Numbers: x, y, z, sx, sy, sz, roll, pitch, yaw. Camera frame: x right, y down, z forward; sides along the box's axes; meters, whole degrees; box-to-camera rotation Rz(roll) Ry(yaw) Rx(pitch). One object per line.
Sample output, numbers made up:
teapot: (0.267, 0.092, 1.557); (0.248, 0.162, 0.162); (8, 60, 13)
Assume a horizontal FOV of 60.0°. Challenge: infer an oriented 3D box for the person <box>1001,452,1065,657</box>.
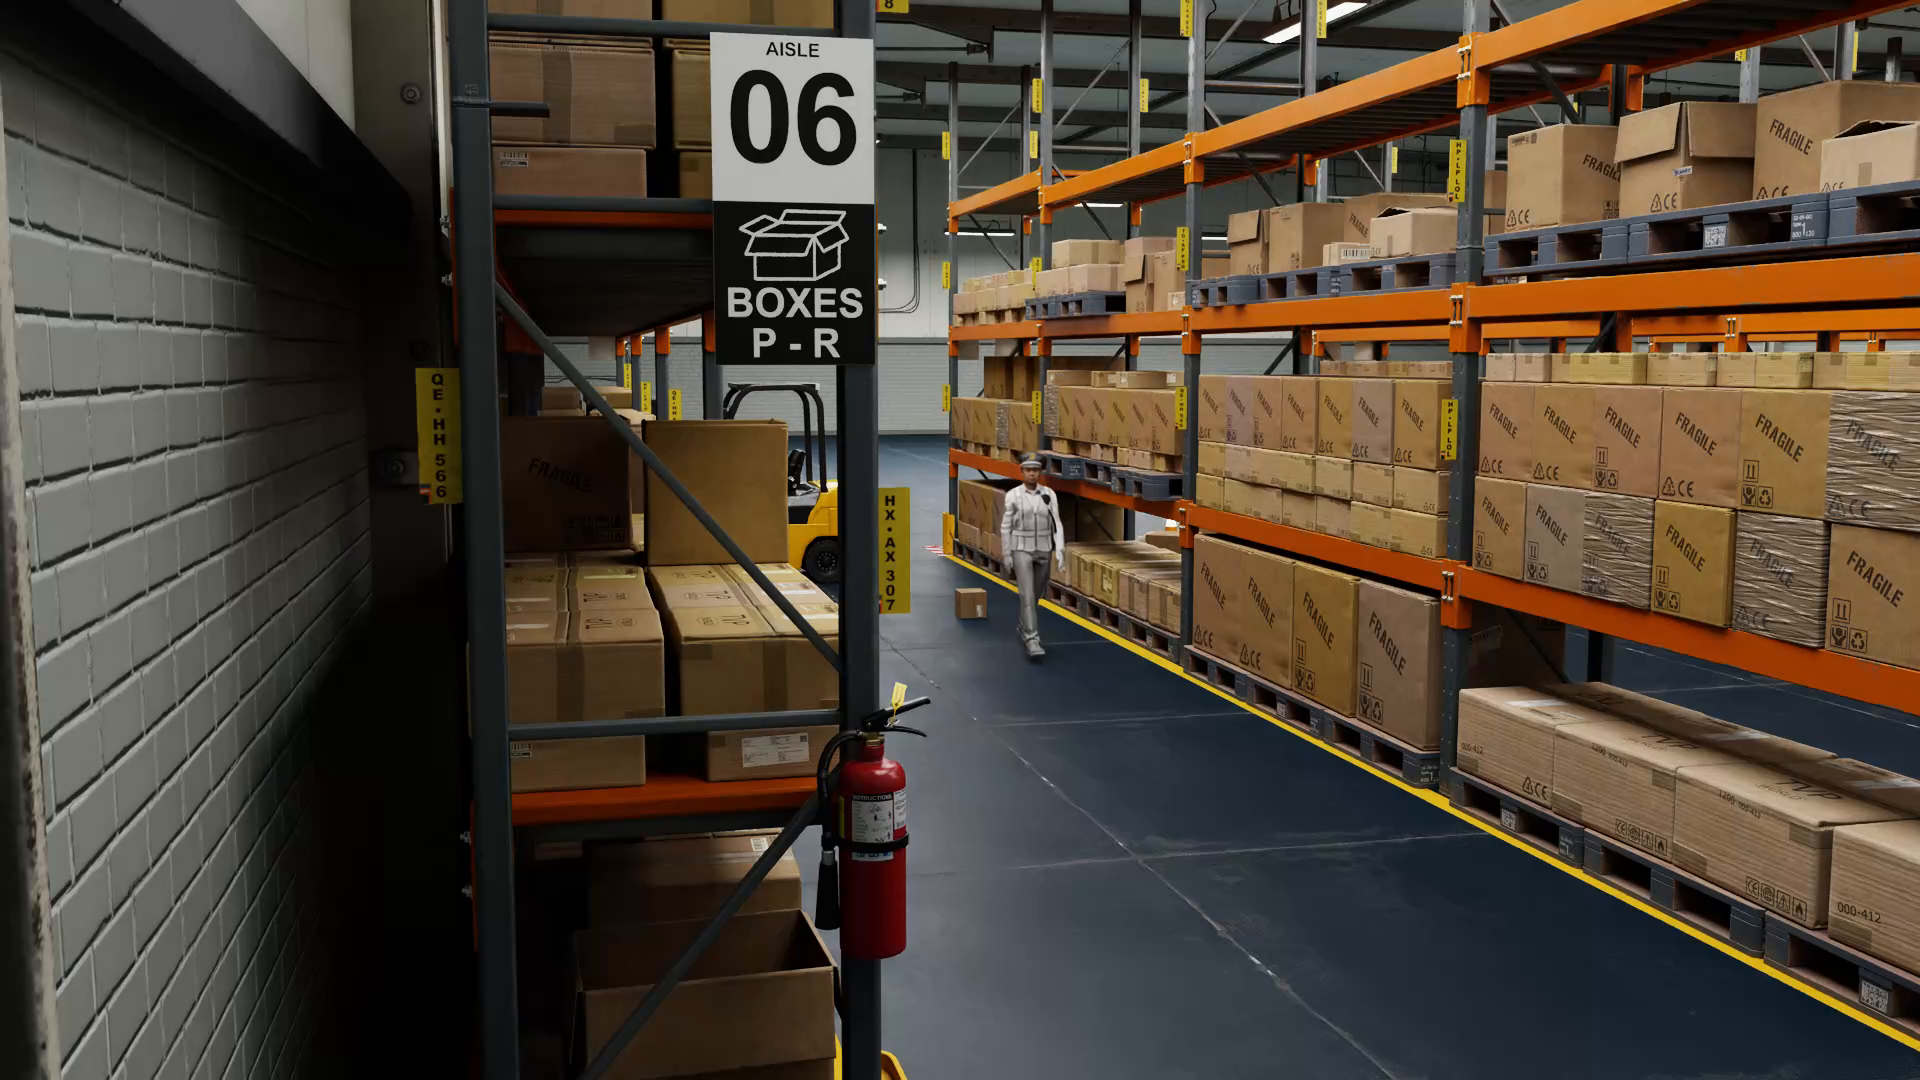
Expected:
person: (0.609, 0.094, 13.653); (0.490, 1.623, 1.017); (-2, 6, -14)
